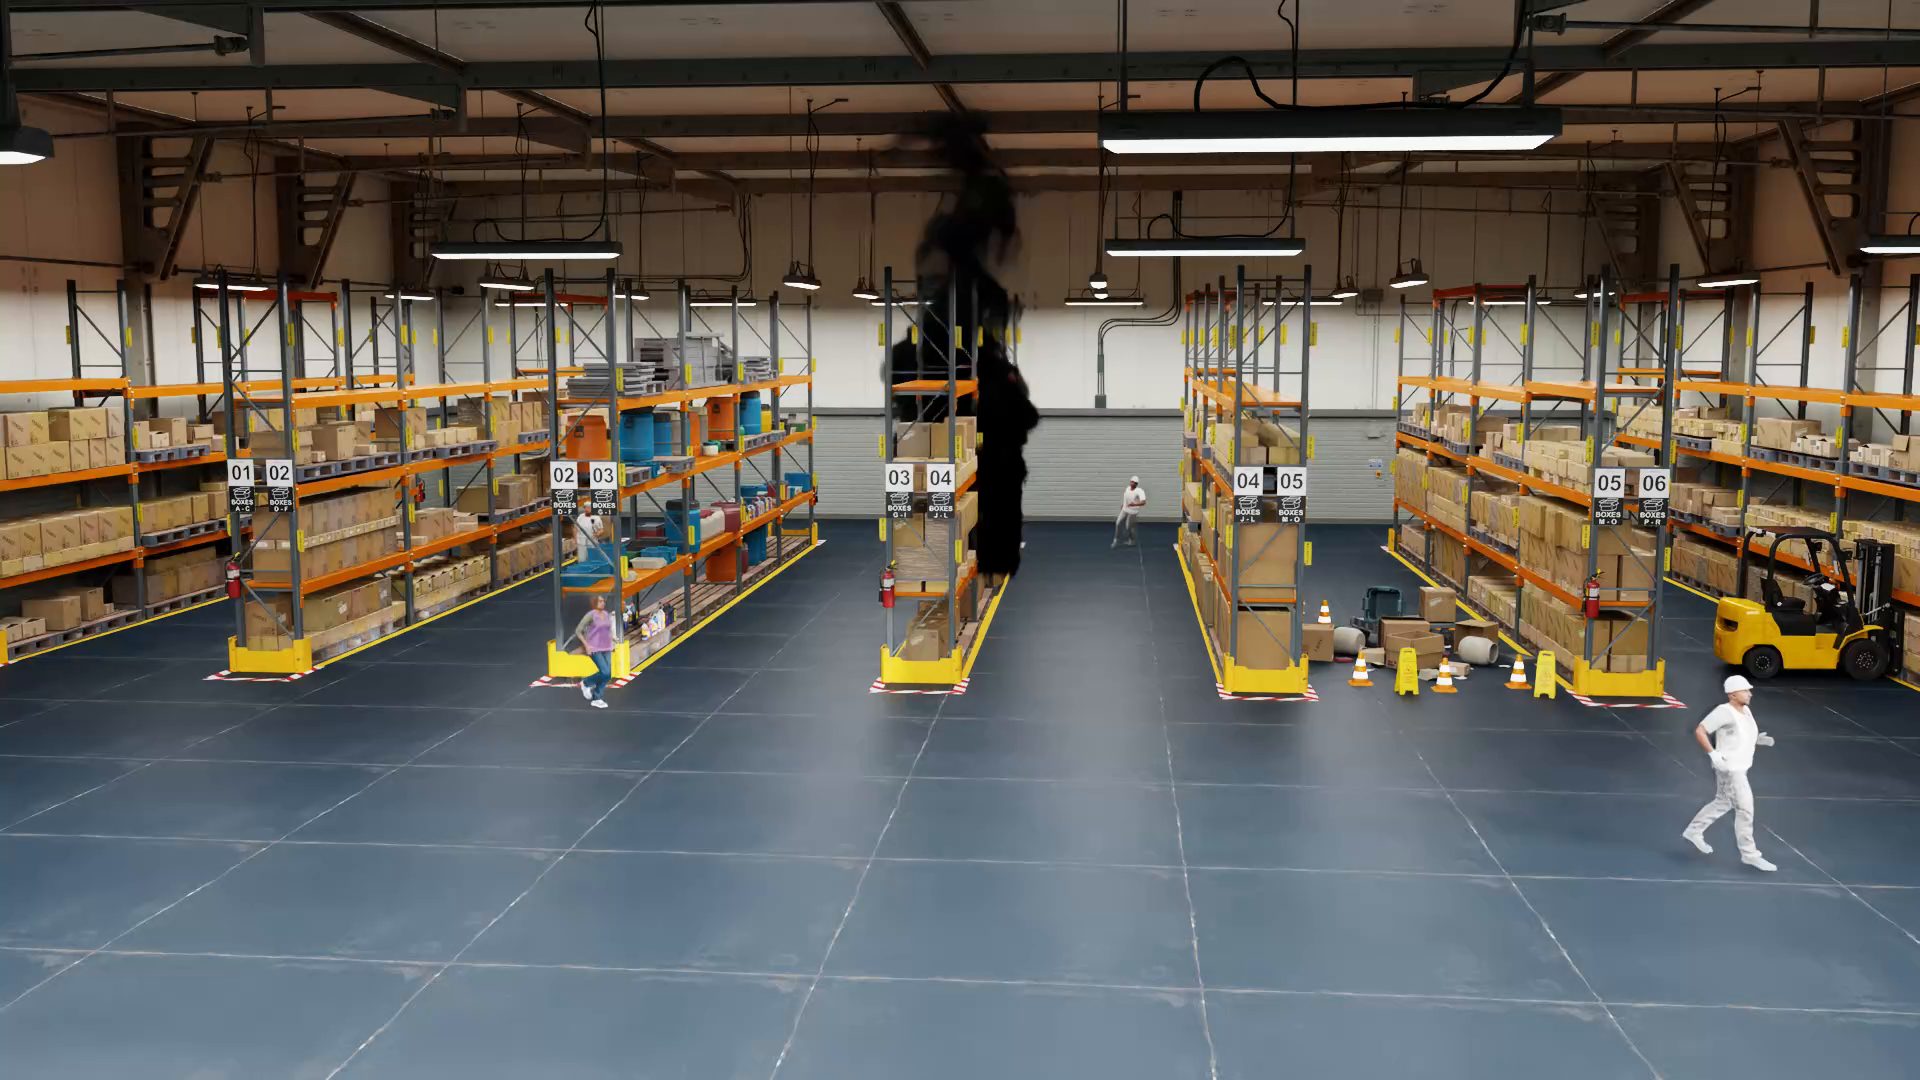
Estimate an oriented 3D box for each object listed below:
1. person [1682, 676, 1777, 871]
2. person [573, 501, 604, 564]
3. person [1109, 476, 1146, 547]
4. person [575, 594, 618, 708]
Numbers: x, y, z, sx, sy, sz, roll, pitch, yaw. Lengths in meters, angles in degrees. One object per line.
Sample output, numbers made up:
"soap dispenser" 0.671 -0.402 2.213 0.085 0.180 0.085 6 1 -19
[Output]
"person" 7.358 2.172 15.815 0.891 1.789 0.687 6 9 40
"person" -7.029 0.091 31.384 0.606 1.632 0.556 0 7 -3
"person" 4.087 -0.661 39.805 0.722 1.755 0.813 -6 9 -43
"person" -4.883 1.504 22.540 0.545 1.556 0.542 4 8 32
